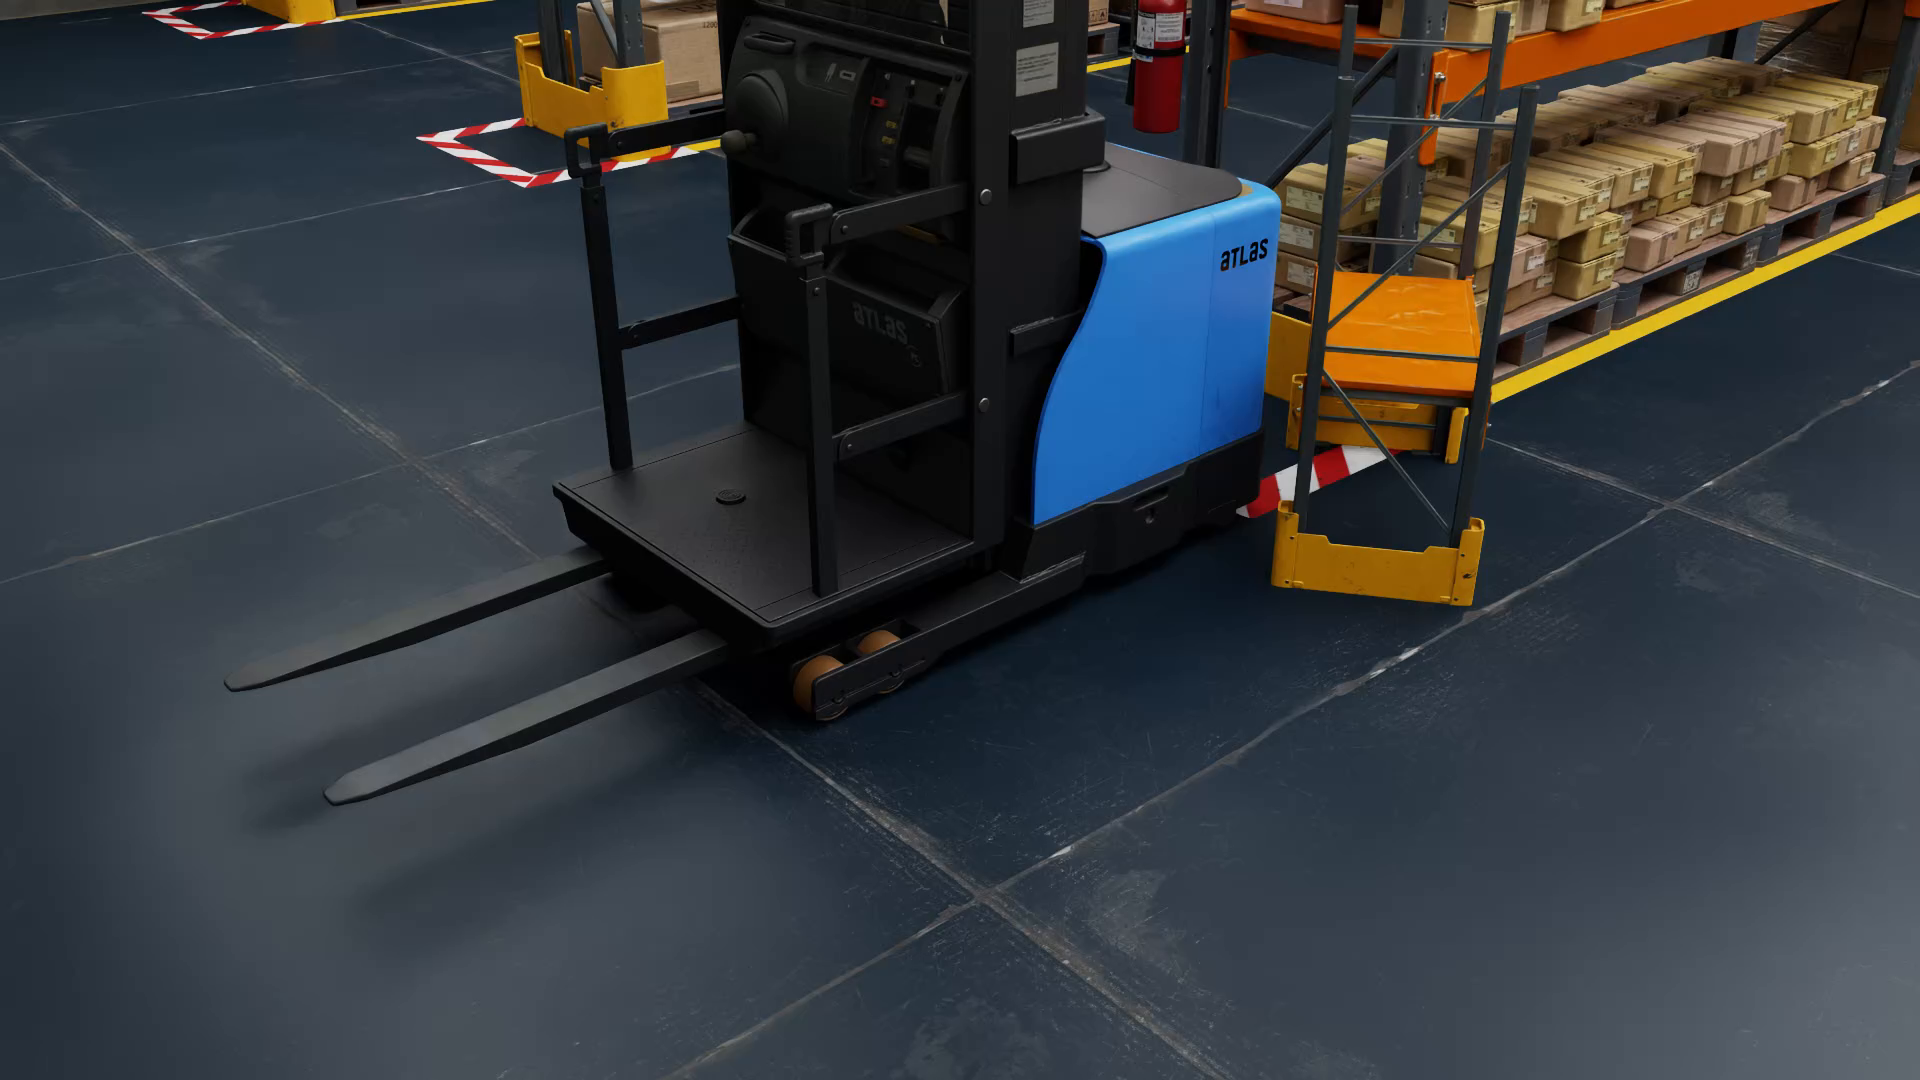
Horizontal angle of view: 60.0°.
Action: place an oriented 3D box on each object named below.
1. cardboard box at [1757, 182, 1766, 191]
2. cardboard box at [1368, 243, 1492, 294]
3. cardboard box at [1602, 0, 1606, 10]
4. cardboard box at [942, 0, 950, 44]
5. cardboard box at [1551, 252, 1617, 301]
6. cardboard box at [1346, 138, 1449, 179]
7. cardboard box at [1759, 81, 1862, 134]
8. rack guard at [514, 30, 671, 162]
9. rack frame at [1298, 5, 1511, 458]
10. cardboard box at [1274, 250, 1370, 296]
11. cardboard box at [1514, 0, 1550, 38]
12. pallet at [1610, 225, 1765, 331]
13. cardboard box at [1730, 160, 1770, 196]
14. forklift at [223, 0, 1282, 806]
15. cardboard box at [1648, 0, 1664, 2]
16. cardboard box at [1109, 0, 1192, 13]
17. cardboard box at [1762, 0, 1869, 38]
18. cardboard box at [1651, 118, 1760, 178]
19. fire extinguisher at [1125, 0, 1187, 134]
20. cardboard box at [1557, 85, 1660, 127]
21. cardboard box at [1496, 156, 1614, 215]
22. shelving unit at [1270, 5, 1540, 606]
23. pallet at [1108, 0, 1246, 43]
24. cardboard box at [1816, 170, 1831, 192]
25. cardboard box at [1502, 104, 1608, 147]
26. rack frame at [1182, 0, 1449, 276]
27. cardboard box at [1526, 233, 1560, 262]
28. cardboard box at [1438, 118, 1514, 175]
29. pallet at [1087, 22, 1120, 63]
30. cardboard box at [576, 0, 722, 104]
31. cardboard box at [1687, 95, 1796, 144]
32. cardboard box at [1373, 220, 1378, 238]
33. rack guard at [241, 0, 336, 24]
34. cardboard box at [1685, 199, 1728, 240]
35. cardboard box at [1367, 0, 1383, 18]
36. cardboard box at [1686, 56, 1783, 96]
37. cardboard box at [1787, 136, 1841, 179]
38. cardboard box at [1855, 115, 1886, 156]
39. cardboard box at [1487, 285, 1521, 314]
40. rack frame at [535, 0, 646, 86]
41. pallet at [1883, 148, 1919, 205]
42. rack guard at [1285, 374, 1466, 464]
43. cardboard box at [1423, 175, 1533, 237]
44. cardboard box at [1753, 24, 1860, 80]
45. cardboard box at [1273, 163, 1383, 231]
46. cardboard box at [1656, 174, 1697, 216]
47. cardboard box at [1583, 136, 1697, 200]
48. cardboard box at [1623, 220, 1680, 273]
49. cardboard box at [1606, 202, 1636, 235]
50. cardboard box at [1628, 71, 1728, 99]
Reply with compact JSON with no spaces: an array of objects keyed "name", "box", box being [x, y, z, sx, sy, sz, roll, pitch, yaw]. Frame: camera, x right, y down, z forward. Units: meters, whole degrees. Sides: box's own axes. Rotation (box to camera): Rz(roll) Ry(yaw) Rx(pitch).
[{"name":"cardboard box","box":[3.482,-1.631,7.698,0.250,0.149,0.380,-23,36,-36]},{"name":"cardboard box","box":[1.772,-1.039,6.276,0.250,0.149,0.380,-20,34,-33]},{"name":"cardboard box","box":[2.180,-2.067,6.202,0.250,0.149,0.380,-20,34,-33]},{"name":"cardboard box","box":[-0.268,-3.507,10.903,0.875,0.438,0.875,-23,36,-36]},{"name":"cardboard box","box":[2.409,-1.112,6.728,0.250,0.149,0.380,-21,35,-34]},{"name":"cardboard box","box":[1.788,-1.536,6.890,0.250,0.149,0.380,-23,36,-36]},{"name":"cardboard box","box":[3.979,-2.031,7.816,0.250,0.149,0.380,-21,35,-34]},{"name":"rack guard","box":[-2.102,-2.546,9.484,0.348,0.500,1.175,-22,35,-35]},{"name":"rack frame","box":[1.444,-0.981,5.494,0.500,1.500,0.032,6,29,11]},{"name":"cardboard box","box":[1.471,-1.076,6.659,0.250,0.149,0.380,-21,35,-34]},{"name":"cardboard box","box":[1.832,-1.875,5.843,0.250,0.149,0.380,-20,34,-33]},{"name":"pallet","box":[2.833,-1.312,7.482,1.213,0.211,1.003,-22,35,-35]},{"name":"cardboard box","box":[3.390,-1.682,7.479,0.250,0.149,0.380,-21,35,-34]},{"name":"forklift","box":[-0.470,-1.099,4.196,3.031,2.935,1.130,-22,35,-36]},{"name":"cardboard box","box":[2.608,-2.206,6.463,0.250,0.149,0.380,-23,36,-36]},{"name":"cardboard box","box":[1.379,-4.346,12.009,0.875,0.875,0.875,-21,34,-33]},{"name":"cardboard box","box":[4.652,-2.868,8.844,0.500,0.250,0.500,-23,36,-36]},{"name":"cardboard box","box":[3.203,-1.698,7.193,0.250,0.149,0.380,-23,36,-37]},{"name":"fire extinguisher","box":[0.715,-1.802,5.917,0.183,0.674,0.296,-22,35,-35]},{"name":"cardboard box","box":[3.014,-2.000,7.758,0.250,0.149,0.380,-21,35,-34]},{"name":"cardboard box","box":[2.367,-1.405,6.644,0.250,0.149,0.380,-24,36,-37]},{"name":"shelving unit","box":[1.333,-0.743,5.048,0.587,1.500,1.083,6,29,11]},{"name":"pallet","box":[1.498,-3.913,12.348,1.213,0.211,1.003,-22,35,-35]},{"name":"cardboard box","box":[3.920,-1.772,7.962,0.250,0.149,0.380,-21,34,-34]},{"name":"cardboard box","box":[2.647,-1.826,7.432,0.250,0.149,0.380,-22,35,-35]},{"name":"rack frame","box":[1.206,-1.912,5.645,0.127,3.000,1.000,-22,35,-35]},{"name":"cardboard box","box":[2.145,-1.209,6.594,0.250,0.149,0.380,-21,35,-34]},{"name":"cardboard box","box":[2.194,-1.695,7.187,0.250,0.149,0.380,-20,34,-33]},{"name":"pallet","box":[0.330,-3.445,11.473,1.213,0.211,1.003,-22,35,-35]},{"name":"cardboard box","box":[-1.646,-2.949,9.858,0.875,0.438,0.875,-23,36,-37]},{"name":"cardboard box","box":[3.546,-1.901,7.573,0.250,0.149,0.380,-21,34,-33]},{"name":"cardboard box","box":[1.656,-1.295,6.755,0.250,0.149,0.380,-23,36,-36]},{"name":"rack guard","box":[-5.250,-4.355,12.869,0.348,0.500,1.175,-22,35,-35]},{"name":"cardboard box","box":[3.143,-1.449,7.358,0.250,0.149,0.380,-21,35,-34]},{"name":"cardboard box","box":[1.484,-2.065,6.198,0.250,0.149,0.380,-22,35,-35]},{"name":"cardboard box","box":[3.853,-2.295,8.309,0.250,0.149,0.380,-20,34,-33]},{"name":"cardboard box","box":[3.826,-1.809,7.716,0.250,0.149,0.380,-23,36,-37]},{"name":"cardboard box","box":[4.216,-1.984,8.044,0.250,0.149,0.380,-21,35,-34]},{"name":"cardboard box","box":[1.959,-0.995,6.508,0.250,0.149,0.380,-22,35,-35]},{"name":"rack frame","box":[-2.083,-3.656,8.908,0.127,3.000,1.000,-22,35,-35]},{"name":"pallet","box":[4.841,-2.144,9.039,1.213,0.211,1.003,-22,35,-35]},{"name":"rack guard","box":[1.440,-0.421,5.772,0.587,0.250,0.087,6,29,11]},{"name":"cardboard box","box":[1.957,-1.268,6.388,0.250,0.149,0.380,-21,35,-34]},{"name":"cardboard box","box":[4.649,-2.535,9.018,0.500,0.500,0.500,-23,36,-36]},{"name":"cardboard box","box":[1.445,-1.355,6.551,0.250,0.149,0.380,-21,35,-34]},{"name":"cardboard box","box":[2.943,-1.541,7.215,0.250,0.149,0.380,-20,34,-33]},{"name":"cardboard box","box":[2.814,-1.550,6.916,0.250,0.149,0.380,-21,35,-34]},{"name":"cardboard box","box":[2.787,-1.269,7.022,0.250,0.149,0.380,-24,36,-37]},{"name":"cardboard box","box":[2.551,-1.364,6.884,0.250,0.149,0.380,-24,36,-37]},{"name":"cardboard box","box":[3.444,-2.137,8.014,0.250,0.149,0.380,-22,35,-36]}]
